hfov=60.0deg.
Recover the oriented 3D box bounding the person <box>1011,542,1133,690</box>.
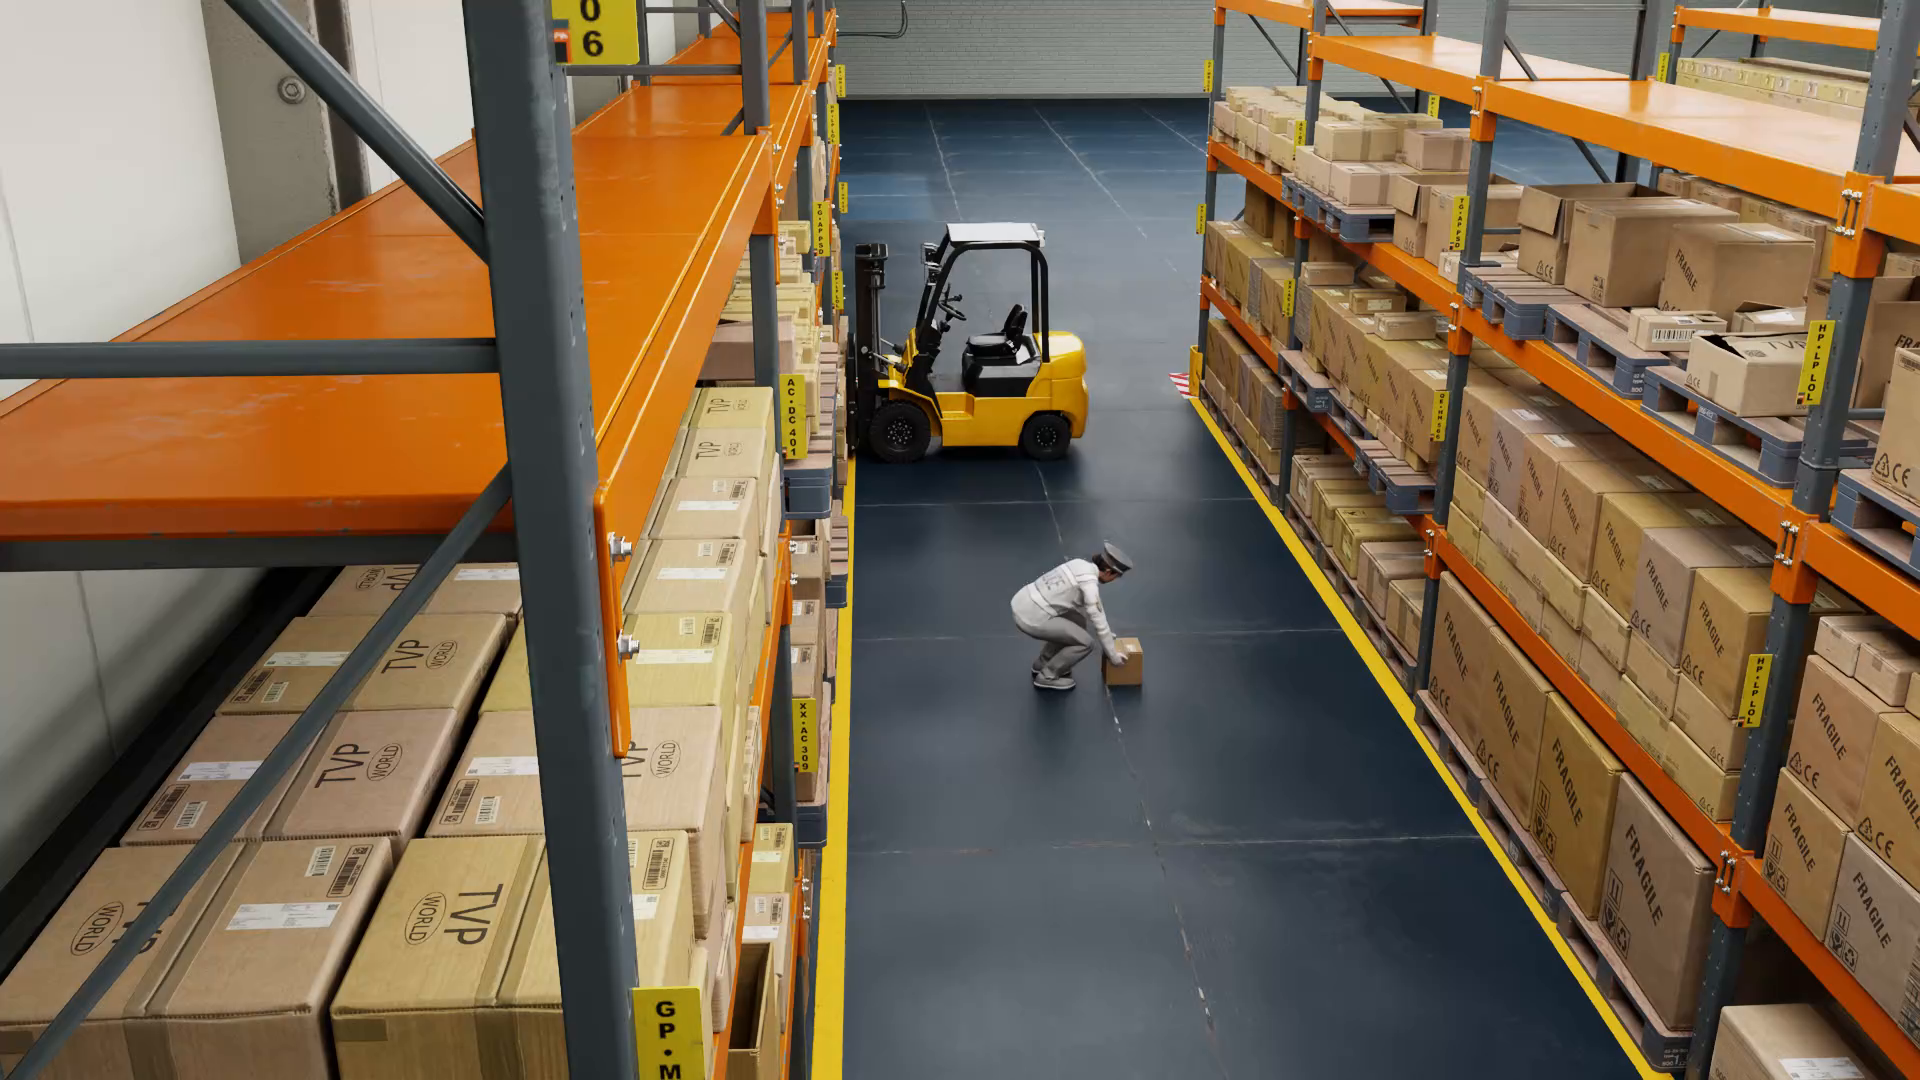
[{"bbox_3d":[0.774,0.510,11.514,0.845,0.984,0.494,-1,21,-3],"label":"person"}]
